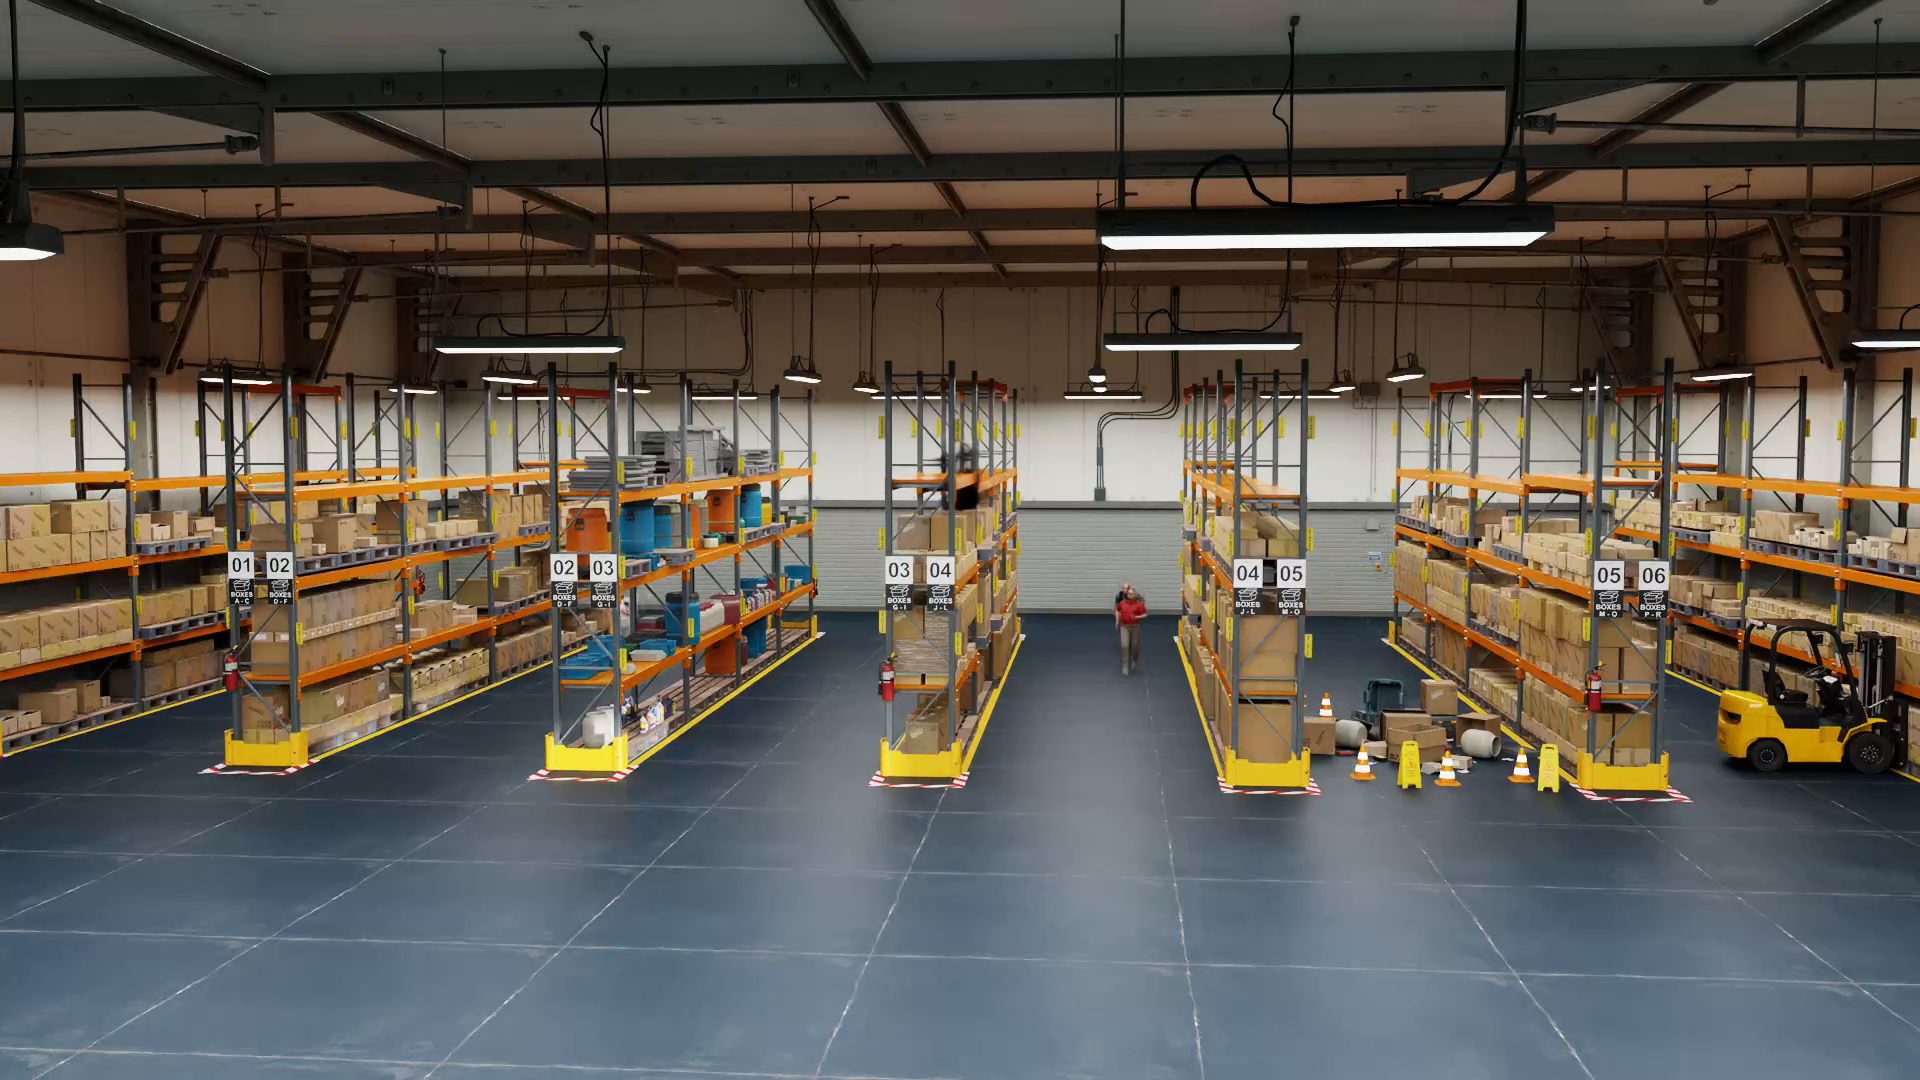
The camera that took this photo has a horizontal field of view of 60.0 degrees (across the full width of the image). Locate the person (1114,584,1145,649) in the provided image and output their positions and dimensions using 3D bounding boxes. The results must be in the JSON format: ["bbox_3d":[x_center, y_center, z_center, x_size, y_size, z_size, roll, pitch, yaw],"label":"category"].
[{"bbox_3d":[3.855,1.744,37.828,0.676,1.558,0.835,1,4,14],"label":"person"}]

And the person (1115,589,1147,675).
[{"bbox_3d":[3.518,1.860,34.279,0.666,1.723,0.967,1,4,9],"label":"person"}]

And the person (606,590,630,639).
[{"bbox_3d":[-7.084,1.827,34.757,0.640,1.839,0.800,-1,4,-8],"label":"person"}]
